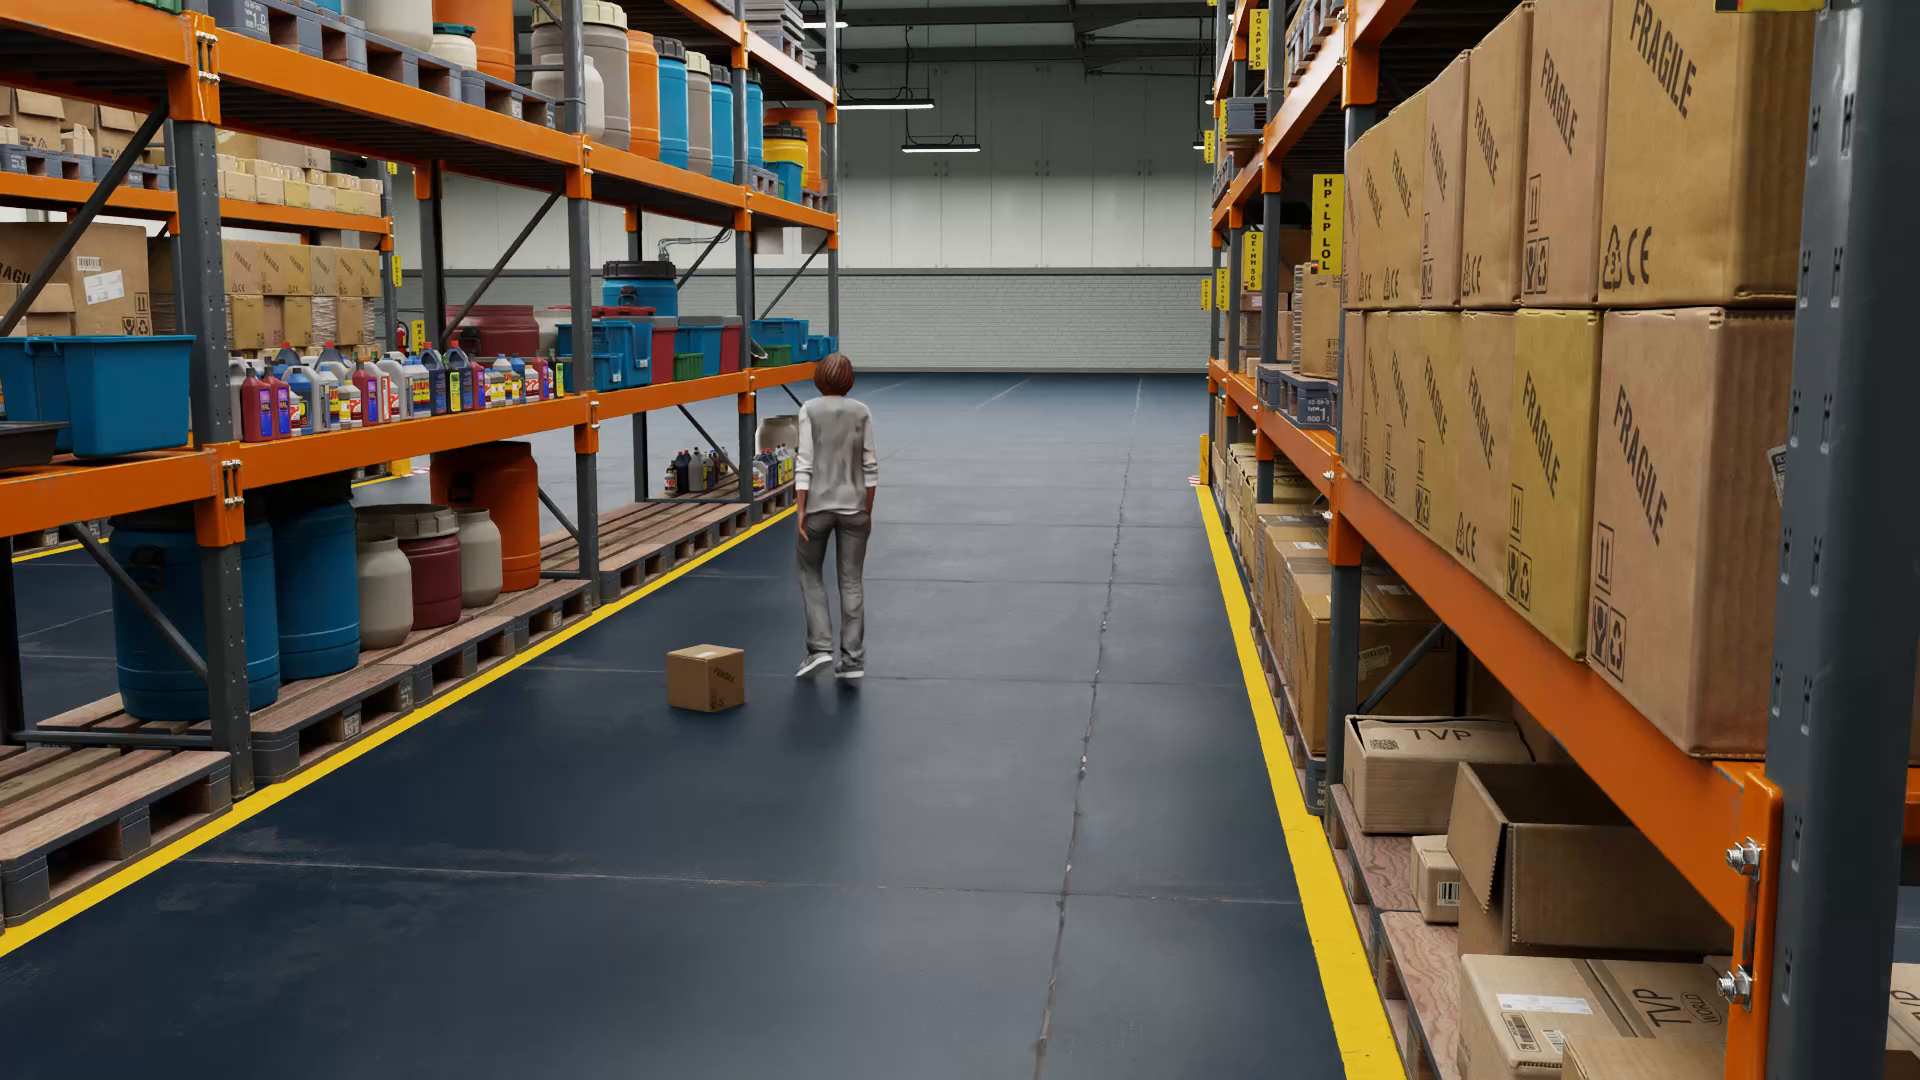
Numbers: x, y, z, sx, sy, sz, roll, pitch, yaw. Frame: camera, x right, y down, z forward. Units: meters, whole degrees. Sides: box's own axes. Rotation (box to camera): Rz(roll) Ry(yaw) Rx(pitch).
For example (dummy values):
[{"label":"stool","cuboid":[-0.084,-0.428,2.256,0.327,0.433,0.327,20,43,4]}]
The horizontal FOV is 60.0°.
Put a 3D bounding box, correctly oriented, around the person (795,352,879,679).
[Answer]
[{"label":"person","cuboid":[-0.589,-0.090,8.078,0.424,1.628,0.492,-2,8,-13]}]
